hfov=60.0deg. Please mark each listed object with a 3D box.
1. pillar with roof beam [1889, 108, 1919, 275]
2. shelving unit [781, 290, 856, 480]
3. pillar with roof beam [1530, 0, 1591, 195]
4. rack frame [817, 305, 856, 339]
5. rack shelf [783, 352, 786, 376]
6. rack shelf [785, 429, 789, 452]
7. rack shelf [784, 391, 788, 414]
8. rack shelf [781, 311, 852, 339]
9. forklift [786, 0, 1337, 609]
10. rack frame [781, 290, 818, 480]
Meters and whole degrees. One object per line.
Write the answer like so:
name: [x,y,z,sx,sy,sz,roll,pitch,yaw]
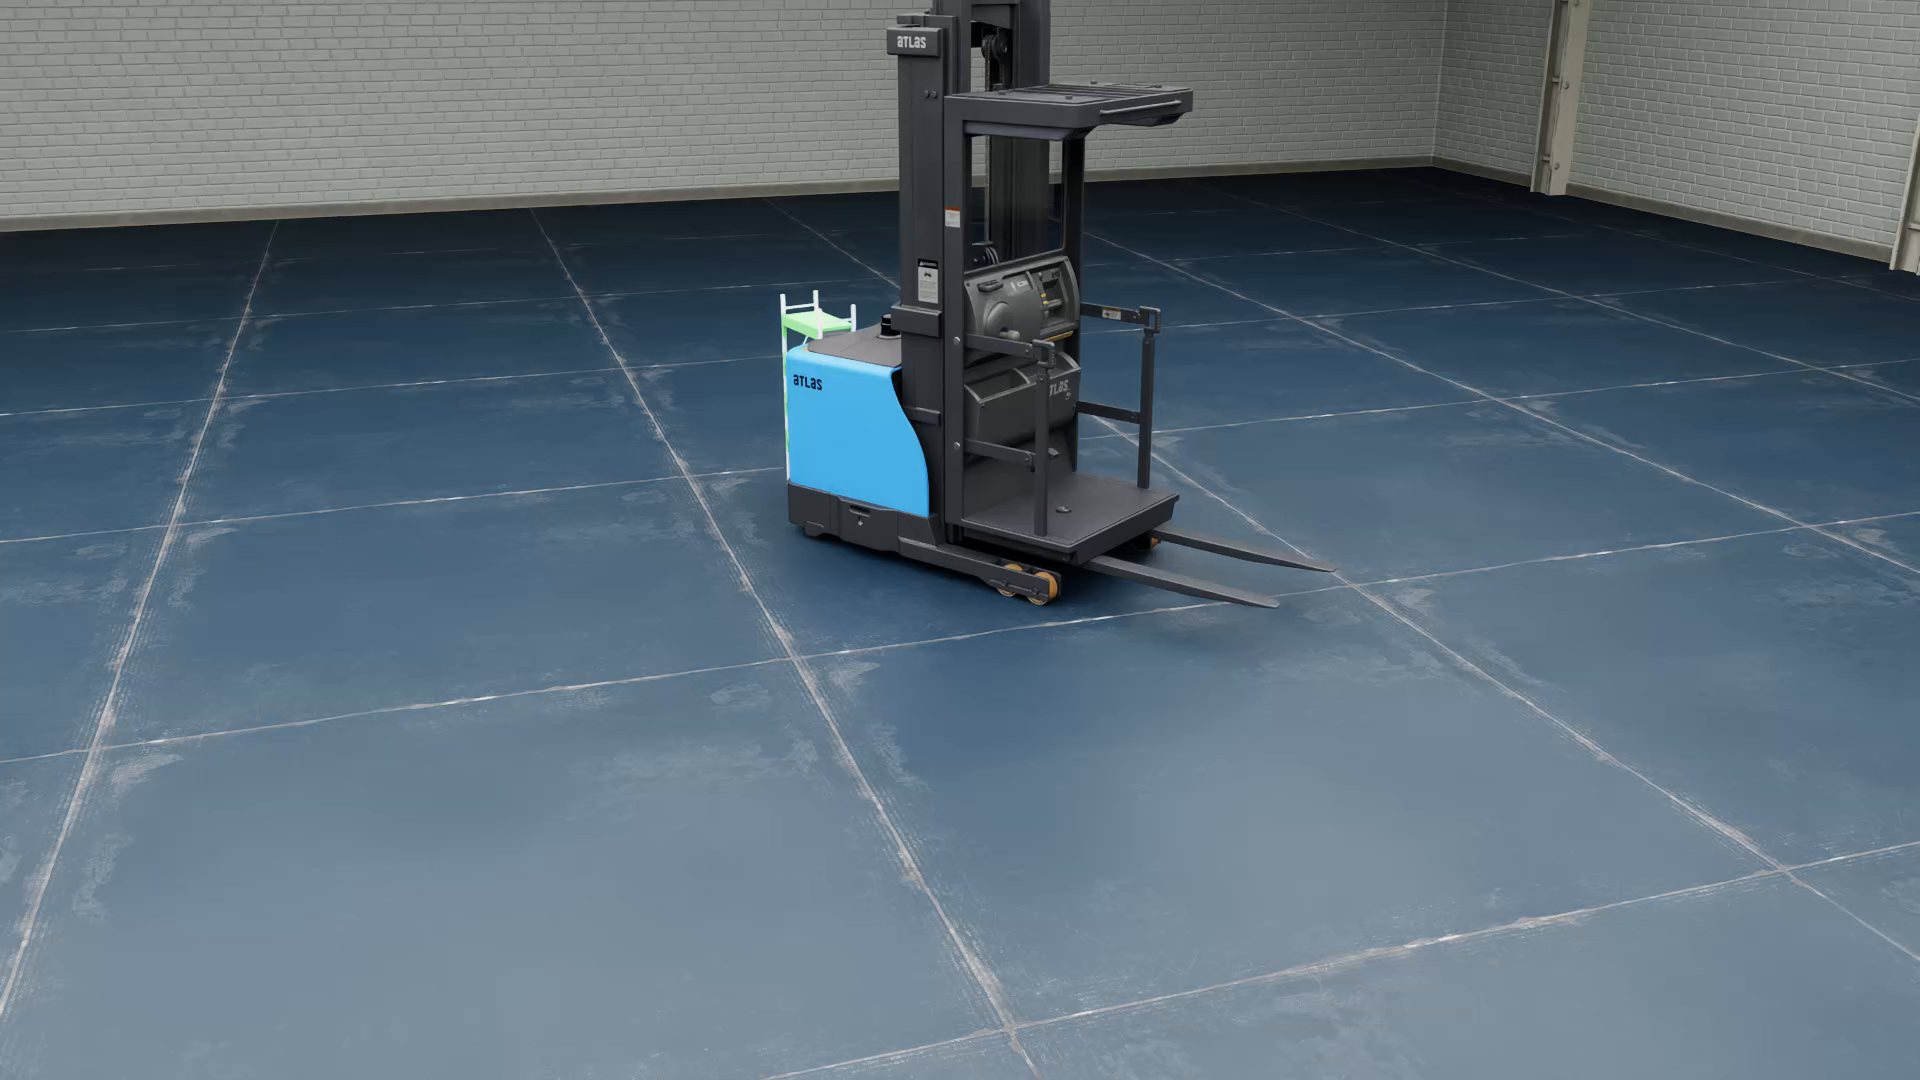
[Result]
pillar with roof beam: [5.754,-6.544,14.324,9.100,9.000,0.400,-6,21,-17]
shelving unit: [-0.842,-0.854,10.020,0.258,1.200,0.503,-12,23,-29]
pillar with roof beam: [3.868,-8.469,19.684,9.100,9.000,0.400,-6,21,-17]
rack frame: [-0.715,-0.784,9.823,0.240,1.200,0.015,-12,23,-29]
rack shelf: [-0.842,-1.020,9.960,0.258,0.148,0.480,-12,23,-29]
rack shelf: [-0.842,-0.568,10.122,0.258,0.148,0.480,-12,23,-29]
rack shelf: [-0.842,-0.794,10.041,0.258,0.148,0.480,-12,23,-29]
rack shelf: [-0.842,-1.246,9.879,0.258,0.148,0.480,-12,23,-29]
forklift: [0.497,-1.251,8.562,3.031,2.935,1.130,15,24,35]
rack frame: [-0.968,-0.925,10.216,0.240,1.200,0.015,-12,23,-29]
